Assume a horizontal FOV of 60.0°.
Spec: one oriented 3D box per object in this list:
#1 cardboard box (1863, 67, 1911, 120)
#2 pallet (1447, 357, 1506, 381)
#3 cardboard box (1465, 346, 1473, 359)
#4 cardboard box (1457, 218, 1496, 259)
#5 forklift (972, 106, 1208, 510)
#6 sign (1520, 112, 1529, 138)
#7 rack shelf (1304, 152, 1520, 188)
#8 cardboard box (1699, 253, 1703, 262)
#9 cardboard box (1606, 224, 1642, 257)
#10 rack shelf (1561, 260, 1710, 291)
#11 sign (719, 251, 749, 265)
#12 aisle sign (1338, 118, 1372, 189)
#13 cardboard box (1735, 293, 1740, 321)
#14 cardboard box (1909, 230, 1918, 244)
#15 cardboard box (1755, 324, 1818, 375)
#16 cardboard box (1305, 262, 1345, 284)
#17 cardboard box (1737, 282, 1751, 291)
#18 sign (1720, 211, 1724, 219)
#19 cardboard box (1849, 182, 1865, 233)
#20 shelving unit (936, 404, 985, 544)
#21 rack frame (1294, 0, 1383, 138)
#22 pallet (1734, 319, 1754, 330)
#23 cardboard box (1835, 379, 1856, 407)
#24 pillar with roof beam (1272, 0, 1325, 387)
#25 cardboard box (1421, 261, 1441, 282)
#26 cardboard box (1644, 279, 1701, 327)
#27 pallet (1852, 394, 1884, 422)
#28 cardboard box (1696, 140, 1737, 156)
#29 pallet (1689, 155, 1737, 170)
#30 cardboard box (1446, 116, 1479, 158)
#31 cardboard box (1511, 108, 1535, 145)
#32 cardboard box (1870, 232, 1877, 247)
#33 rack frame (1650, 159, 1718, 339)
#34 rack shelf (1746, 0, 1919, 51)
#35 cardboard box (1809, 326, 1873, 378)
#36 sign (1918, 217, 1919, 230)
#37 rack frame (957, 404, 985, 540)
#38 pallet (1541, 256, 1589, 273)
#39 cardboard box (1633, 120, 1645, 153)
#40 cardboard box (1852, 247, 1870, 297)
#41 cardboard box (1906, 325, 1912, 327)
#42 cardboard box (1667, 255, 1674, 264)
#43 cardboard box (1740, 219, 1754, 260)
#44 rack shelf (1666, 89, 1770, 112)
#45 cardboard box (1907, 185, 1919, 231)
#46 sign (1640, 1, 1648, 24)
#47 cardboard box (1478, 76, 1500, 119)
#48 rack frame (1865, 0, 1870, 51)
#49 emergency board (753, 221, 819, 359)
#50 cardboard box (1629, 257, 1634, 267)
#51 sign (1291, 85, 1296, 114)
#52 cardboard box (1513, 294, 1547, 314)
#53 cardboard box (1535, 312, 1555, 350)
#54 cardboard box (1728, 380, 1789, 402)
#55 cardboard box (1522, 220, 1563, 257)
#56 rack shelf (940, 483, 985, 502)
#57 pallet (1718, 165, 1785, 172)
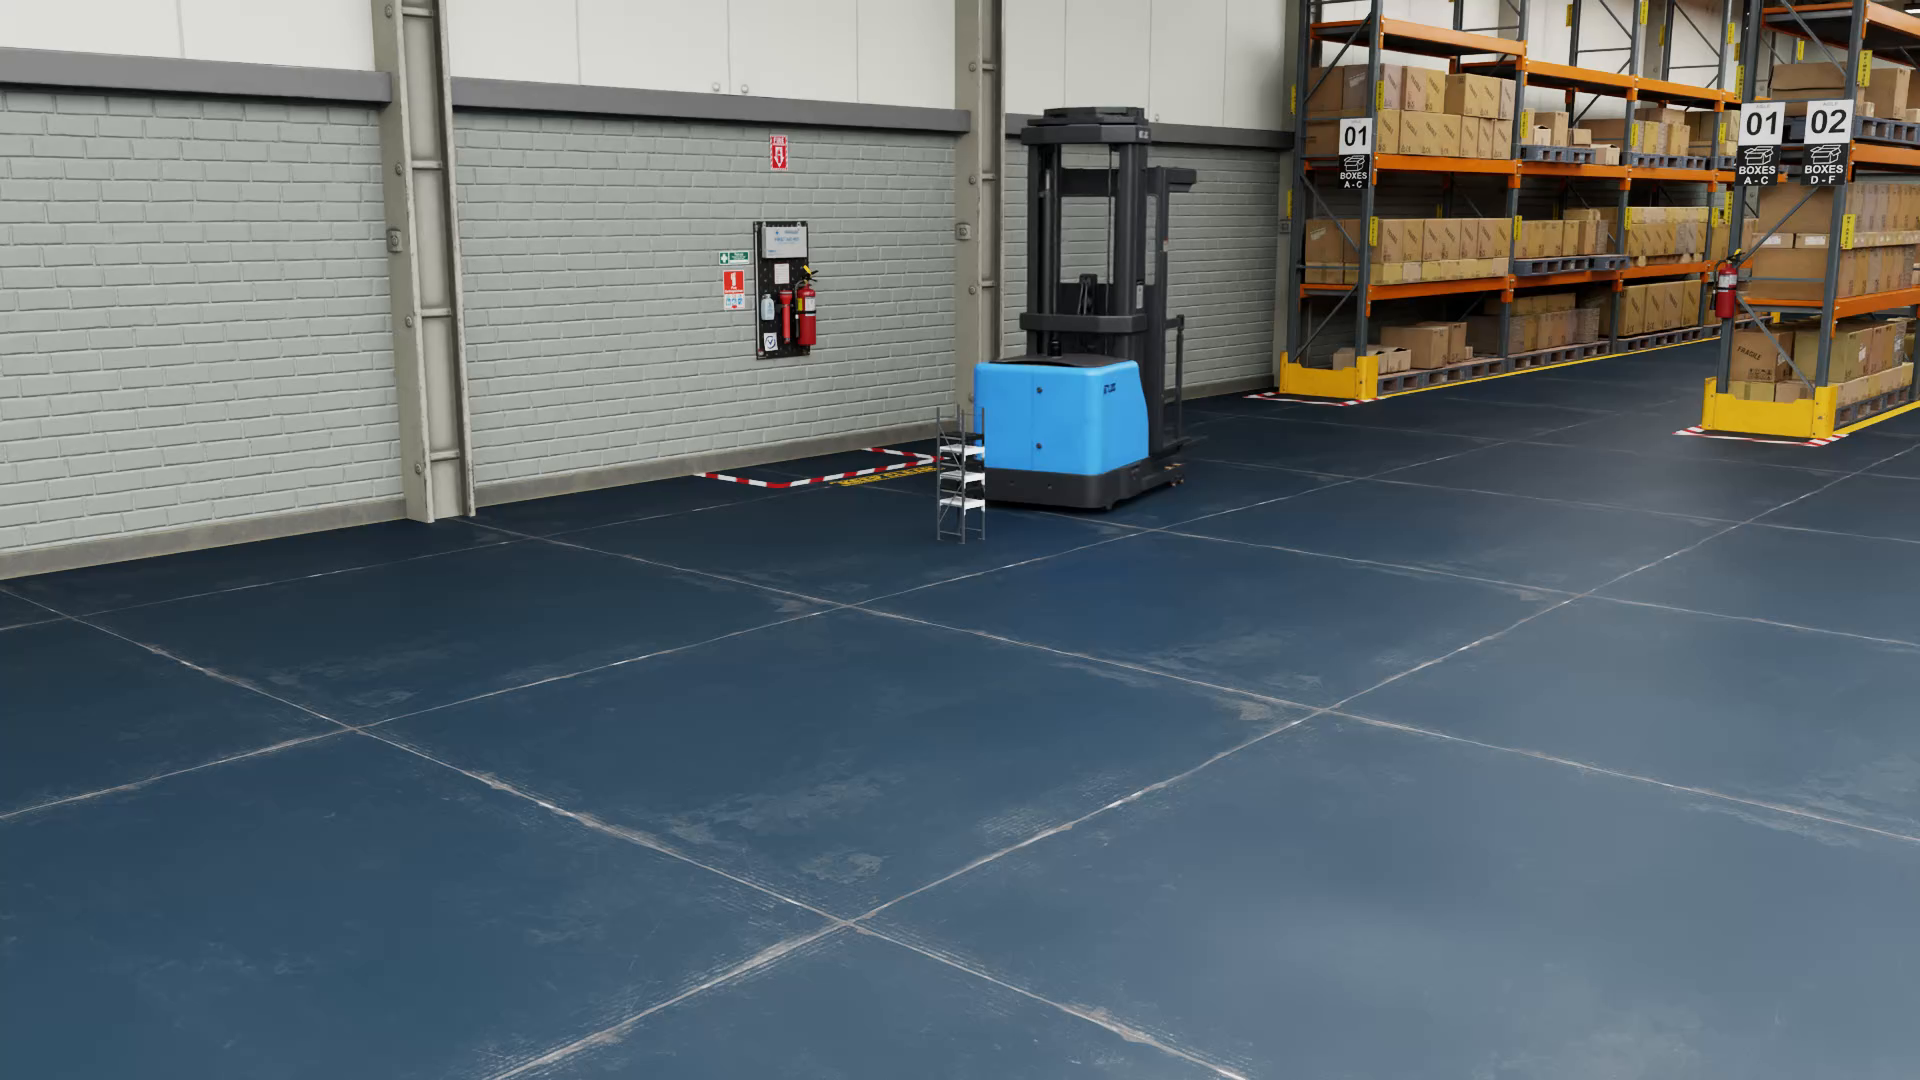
[{"bbox_3d":[9.365,-4.556,17.021,0.500,0.500,0.500,10,15,40],"label":"cardboard box"},{"bbox_3d":[6.564,-2.310,22.239,1.003,0.211,1.213,10,15,40],"label":"pallet"},{"bbox_3d":[6.650,-2.525,22.305,0.380,0.166,0.250,7,14,33],"label":"cardboard box"},{"bbox_3d":[6.576,-3.901,21.503,0.500,0.500,0.500,10,15,40],"label":"cardboard box"},{"bbox_3d":[1.200,-1.899,13.238,1.130,2.935,3.031,6,13,26],"label":"forklift"},{"bbox_3d":[7.393,-5.437,21.794,0.100,0.325,0.005,10,15,40],"label":"sign"},{"bbox_3d":[5.660,-4.605,20.787,1.077,0.370,4.000,10,15,40],"label":"rack shelf"},{"bbox_3d":[12.251,-4.758,27.967,0.380,0.149,0.250,10,15,41],"label":"cardboard box"},{"bbox_3d":[10.134,-4.613,25.582,0.500,0.500,0.500,10,15,42],"label":"cardboard box"},{"bbox_3d":[10.941,-4.311,26.974,1.077,0.370,4.000,10,15,40],"label":"rack shelf"},{"bbox_3d":[-1.901,-2.375,13.999,0.001,0.109,0.331,10,15,40],"label":"sign"},{"bbox_3d":[4.518,-4.418,19.036,0.394,0.787,0.004,10,15,40],"label":"aisle sign"},{"bbox_3d":[13.507,-4.184,29.810,0.700,0.500,0.500,10,15,42],"label":"cardboard box"},{"bbox_3d":[10.521,-3.405,18.687,0.380,0.149,0.250,9,15,39],"label":"cardboard box"},{"bbox_3d":[8.843,-2.044,17.822,0.500,0.500,0.500,10,15,40],"label":"cardboard box"},{"bbox_3d":[4.503,-3.223,20.020,0.500,0.250,0.500,10,15,41],"label":"cardboard box"},{"bbox_3d":[14.399,-4.649,30.482,0.380,0.149,0.250,10,15,42],"label":"cardboard box"},{"bbox_3d":[14.489,-6.083,31.594,0.100,0.325,0.005,10,15,40],"label":"sign"},{"bbox_3d":[8.759,-3.391,16.962,0.700,0.500,0.500,9,15,39],"label":"cardboard box"},{"bbox_3d":[0.005,-0.442,11.129,0.258,0.900,0.210,10,15,40],"label":"shelving unit"},{"bbox_3d":[4.340,-6.135,18.950,1.000,3.000,0.127,10,15,40],"label":"rack frame"},{"bbox_3d":[13.627,-3.873,30.062,1.003,0.211,1.213,10,15,40],"label":"pallet"},{"bbox_3d":[8.912,-1.534,17.183,0.500,0.250,0.500,10,15,40],"label":"cardboard box"},{"bbox_3d":[7.386,-5.793,17.239,9.100,9.000,0.400,10,15,40],"label":"pillar with roof beam"},{"bbox_3d":[5.573,-3.312,20.467,0.500,0.250,0.500,9,15,39],"label":"cardboard box"},{"bbox_3d":[11.930,-3.997,27.983,0.750,0.750,0.750,10,15,41],"label":"cardboard box"},{"bbox_3d":[9.342,-1.482,18.092,1.003,0.211,1.213,10,15,40],"label":"pallet"},{"bbox_3d":[12.915,-6.678,28.385,0.500,0.250,0.500,10,15,40],"label":"cardboard box"},{"bbox_3d":[12.809,-6.505,28.688,1.003,0.211,1.213,10,15,40],"label":"pallet"},{"bbox_3d":[6.152,-5.045,20.849,0.500,0.500,0.500,9,14,38],"label":"cardboard box"},{"bbox_3d":[7.401,-5.577,22.490,0.500,0.500,0.500,-9,15,-39],"label":"cardboard box"},{"bbox_3d":[9.333,-3.139,17.360,0.380,0.149,0.250,10,15,40],"label":"cardboard box"},{"bbox_3d":[12.261,-4.958,28.377,1.000,3.000,0.127,10,15,40],"label":"rack frame"},{"bbox_3d":[9.384,-5.240,17.329,1.077,0.370,4.000,10,15,40],"label":"rack shelf"},{"bbox_3d":[9.234,-1.977,17.485,0.500,0.500,0.500,10,15,40],"label":"cardboard box"},{"bbox_3d":[12.931,-4.327,22.465,0.100,0.325,0.005,10,15,40],"label":"sign"},{"bbox_3d":[0.072,-0.457,11.204,0.240,0.900,0.006,10,15,40],"label":"rack frame"},{"bbox_3d":[8.345,-3.979,23.964,1.003,0.211,1.213,10,15,40],"label":"pallet"},{"bbox_3d":[10.208,-6.269,25.902,0.700,0.500,0.500,9,14,37],"label":"cardboard box"},{"bbox_3d":[9.056,-2.819,17.411,0.700,0.500,0.500,10,15,41],"label":"cardboard box"},{"bbox_3d":[11.760,-2.594,21.058,0.500,0.311,0.500,10,15,40],"label":"cardboard box"},{"bbox_3d":[11.379,-4.577,27.060,0.380,0.149,0.250,9,15,39],"label":"cardboard box"},{"bbox_3d":[13.591,-5.398,29.813,0.980,0.700,0.700,9,14,38],"label":"cardboard box"},{"bbox_3d":[13.582,-7.645,29.372,1.077,0.370,4.000,10,15,40],"label":"rack shelf"},{"bbox_3d":[10.416,-3.760,18.812,0.700,0.500,0.500,10,15,41],"label":"cardboard box"},{"bbox_3d":[10.035,-7.740,24.400,0.100,0.325,0.005,10,15,40],"label":"sign"},{"bbox_3d":[6.498,-5.610,21.123,0.500,0.500,0.500,11,16,43],"label":"cardboard box"},{"bbox_3d":[10.704,-6.083,18.692,1.000,3.000,0.127,10,15,40],"label":"rack frame"},{"bbox_3d":[-1.468,-2.166,14.398,0.194,1.169,0.643,10,15,40],"label":"emergency board"},{"bbox_3d":[10.185,-4.311,25.726,0.380,0.149,0.250,10,15,41],"label":"cardboard box"},{"bbox_3d":[3.936,-5.172,19.531,0.100,0.325,0.005,10,15,40],"label":"sign"},{"bbox_3d":[8.083,-3.392,23.877,0.500,0.250,0.500,9,15,39],"label":"cardboard box"},{"bbox_3d":[8.124,-3.034,24.001,0.700,0.500,0.500,10,15,41],"label":"cardboard box"},{"bbox_3d":[8.196,-1.527,17.148,0.500,0.250,0.500,10,15,40],"label":"cardboard box"},{"bbox_3d":[8.127,-4.299,23.696,0.500,0.500,0.700,-10,15,-40],"label":"cardboard box"},{"bbox_3d":[0.005,-0.322,11.153,0.258,0.077,0.200,10,15,40],"label":"rack shelf"},{"bbox_3d":[14.420,-6.864,30.485,1.003,0.211,1.213,10,15,40],"label":"pallet"}]
